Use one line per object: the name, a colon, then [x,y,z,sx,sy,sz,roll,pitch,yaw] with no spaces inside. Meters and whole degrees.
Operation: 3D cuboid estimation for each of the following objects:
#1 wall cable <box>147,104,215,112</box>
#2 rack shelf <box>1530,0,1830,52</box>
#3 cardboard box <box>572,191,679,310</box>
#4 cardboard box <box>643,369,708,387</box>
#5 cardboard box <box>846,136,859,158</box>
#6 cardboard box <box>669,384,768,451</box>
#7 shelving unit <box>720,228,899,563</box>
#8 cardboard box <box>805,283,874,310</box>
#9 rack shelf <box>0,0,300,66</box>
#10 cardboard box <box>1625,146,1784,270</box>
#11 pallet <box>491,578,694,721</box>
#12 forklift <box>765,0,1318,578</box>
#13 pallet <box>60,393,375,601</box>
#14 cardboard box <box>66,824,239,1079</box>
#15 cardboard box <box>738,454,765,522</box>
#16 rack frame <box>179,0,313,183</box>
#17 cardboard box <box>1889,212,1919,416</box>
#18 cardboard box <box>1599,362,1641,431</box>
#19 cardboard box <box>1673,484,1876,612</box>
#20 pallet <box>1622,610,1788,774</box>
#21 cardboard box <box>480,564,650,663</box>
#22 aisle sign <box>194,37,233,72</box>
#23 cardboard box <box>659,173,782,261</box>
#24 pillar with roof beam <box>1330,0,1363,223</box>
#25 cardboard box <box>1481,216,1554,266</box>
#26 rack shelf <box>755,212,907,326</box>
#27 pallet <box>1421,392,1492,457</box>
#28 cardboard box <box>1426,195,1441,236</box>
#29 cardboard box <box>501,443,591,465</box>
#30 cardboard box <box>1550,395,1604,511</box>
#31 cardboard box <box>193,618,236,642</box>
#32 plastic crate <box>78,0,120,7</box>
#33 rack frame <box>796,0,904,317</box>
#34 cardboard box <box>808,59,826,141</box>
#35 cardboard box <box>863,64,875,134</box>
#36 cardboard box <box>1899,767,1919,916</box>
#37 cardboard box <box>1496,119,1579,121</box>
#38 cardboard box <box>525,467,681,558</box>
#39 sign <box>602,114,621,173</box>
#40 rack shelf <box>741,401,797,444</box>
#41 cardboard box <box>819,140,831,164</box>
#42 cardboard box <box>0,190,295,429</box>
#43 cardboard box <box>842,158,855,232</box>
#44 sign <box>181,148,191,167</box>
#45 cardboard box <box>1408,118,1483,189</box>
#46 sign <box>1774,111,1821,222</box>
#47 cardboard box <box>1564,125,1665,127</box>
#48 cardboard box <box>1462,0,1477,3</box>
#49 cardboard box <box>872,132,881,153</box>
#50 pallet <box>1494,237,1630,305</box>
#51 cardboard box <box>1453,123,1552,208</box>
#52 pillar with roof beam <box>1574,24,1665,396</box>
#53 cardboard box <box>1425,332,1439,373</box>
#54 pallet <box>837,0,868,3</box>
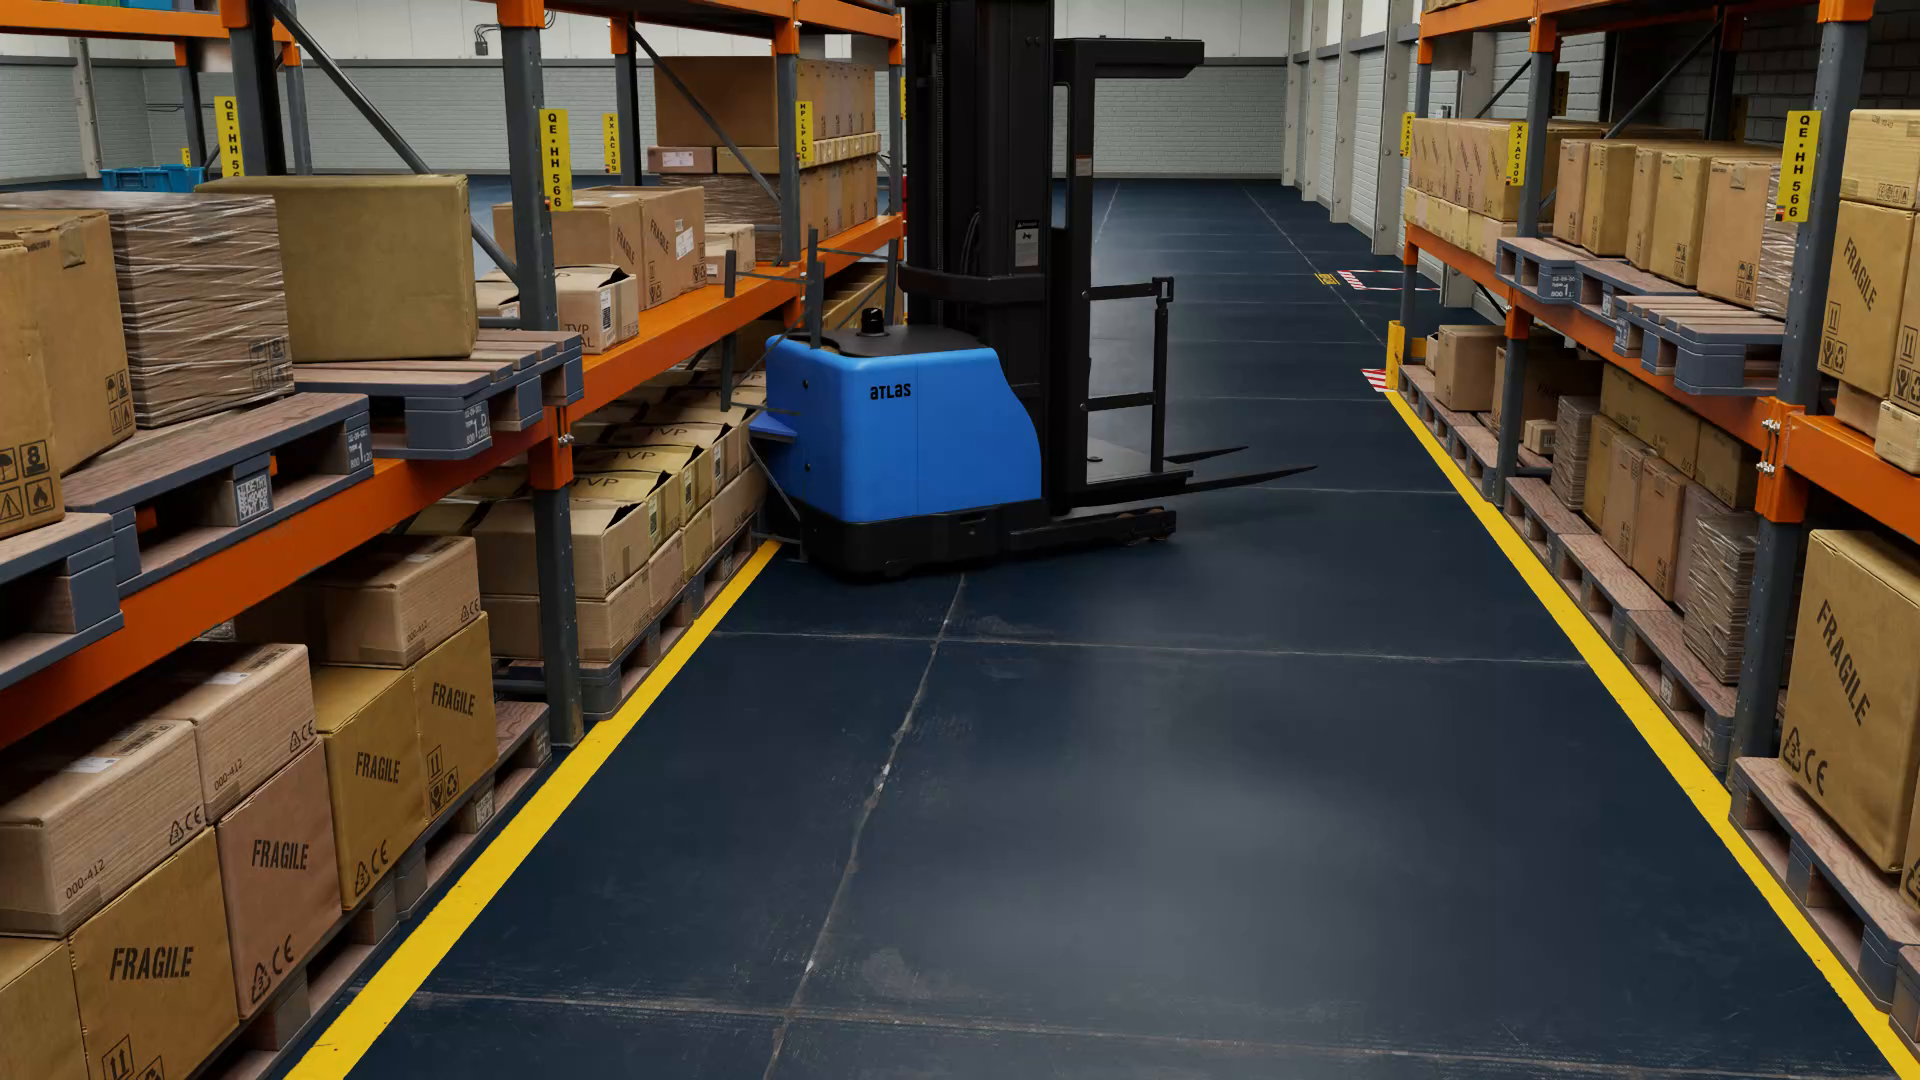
wall cable: [-21.523,-13.286,46.504,3.097,2.526,0.112,2,15,6]
rack shelf: [3.286,-2.207,6.707,1.077,0.370,4.000,2,15,6]
cardboard box: [-1.629,-1.352,7.726,0.500,0.500,0.500,2,15,6]
cardboard box: [-1.705,-0.816,9.321,0.500,0.311,0.500,2,15,6]
cardboard box: [-0.930,-2.796,11.822,0.380,0.149,0.250,2,15,8]
cardboard box: [-1.224,-0.667,8.771,0.500,0.311,0.500,2,15,8]
shelving unit: [-0.777,-0.771,8.564,0.538,1.500,1.048,10,19,16]
cardboard box: [-0.880,-1.507,11.515,0.500,0.500,0.500,2,15,6]
rack shelf: [-6.106,-3.536,11.623,1.077,0.370,4.000,2,15,6]
cardboard box: [3.307,-1.438,7.198,0.700,0.500,0.500,4,16,14]
pallet: [-1.730,0.402,6.772,1.003,0.211,1.213,2,15,6]
forklift: [0.540,-1.496,8.579,3.031,2.935,1.130,-9,17,-29]
pallet: [-2.077,-0.135,3.782,1.003,0.211,1.213,2,15,6]
cardboard box: [-1.904,0.913,3.484,0.500,0.500,0.500,2,15,7]
cardboard box: [-1.285,-0.265,8.358,0.500,0.250,0.500,2,15,8]
rack frame: [-5.880,-2.954,13.839,1.000,3.000,0.127,2,15,6]
cardboard box: [2.683,-0.535,4.093,0.500,0.500,0.500,2,15,8]
cardboard box: [3.399,-0.687,7.964,0.500,0.250,0.500,1,15,5]
cardboard box: [3.264,0.089,6.533,0.700,0.500,0.500,2,15,6]
pallet: [3.150,0.556,6.200,1.003,0.211,1.213,2,15,6]
cardboard box: [-1.511,0.265,6.397,0.500,0.250,0.500,2,15,6]
aisle sign: [-6.163,-4.236,13.601,0.394,0.787,0.004,2,15,6]
cardboard box: [-1.367,-1.933,9.873,0.700,0.500,0.500,1,15,5]
pillar with roof beam: [2.497,-10.146,28.945,9.100,9.000,0.400,2,15,6]
cardboard box: [3.264,-1.694,9.428,0.500,0.250,0.500,2,15,6]
rack shelf: [-1.185,-1.941,11.472,1.077,0.370,4.000,2,15,6]
pallet: [3.688,-0.771,11.109,1.003,0.211,1.213,2,15,6]
cardboard box: [3.485,-2.215,11.356,0.500,0.250,0.500,1,15,5]
cardboard box: [-1.936,-0.287,7.366,0.500,0.311,0.500,2,15,6]
cardboard box: [3.445,-0.439,8.484,0.700,0.500,0.500,2,15,8]
cardboard box: [-2.251,0.508,4.983,0.500,0.500,0.500,1,15,4]
plastic crate: [-5.883,-3.663,11.122,0.336,0.188,0.450,2,15,6]
rack frame: [-0.959,-2.807,13.296,1.000,3.000,0.127,2,15,6]
cardboard box: [-1.254,-2.820,10.668,0.700,0.500,0.500,2,15,6]
cardboard box: [-1.030,-3.347,12.617,0.700,0.500,0.500,2,15,6]
cardboard box: [2.742,0.662,3.782,0.750,0.750,0.750,2,15,6]
cardboard box: [4.055,-2.702,11.722,0.500,0.500,0.500,2,15,7]
cardboard box: [-1.460,-0.142,6.829,0.500,0.311,0.500,1,15,5]
sign: [-1.962,-2.242,9.395,0.100,0.325,0.005,2,15,6]
rack shelf: [-0.792,-0.600,8.619,0.538,0.185,1.000,10,19,16]
cardboard box: [-1.046,-2.529,10.835,0.380,0.149,0.250,1,15,5]
cardboard box: [-2.114,-0.585,4.082,0.700,0.500,0.500,5,16,17]
cardboard box: [-1.141,-2.470,11.857,0.700,0.500,0.500,2,15,7]
sign: [-6.427,-3.105,13.867,0.100,0.325,0.005,2,15,6]
cardboard box: [3.611,-2.846,12.254,0.500,0.500,0.500,2,15,6]
sign: [2.520,-1.121,4.996,0.100,0.325,0.005,2,15,6]
cardboard box: [3.835,-2.174,9.766,0.500,0.500,0.500,2,15,6]
cardboard box: [3.487,-3.676,10.533,0.500,0.500,0.500,3,15,10]
cardboard box: [-0.813,-3.064,12.811,0.380,0.149,0.250,1,15,5]
pallet: [3.281,-1.338,8.231,1.003,0.211,1.213,2,15,6]
cardboard box: [3.376,-2.315,10.291,0.500,0.500,0.500,1,15,5]
pillar with roof beam: [0.466,-5.478,11.680,9.100,9.000,0.400,2,15,6]
cardboard box: [3.796,-1.400,12.400,0.500,0.311,0.500,0,15,0]
pallet: [-1.200,-3.712,11.067,1.003,0.211,1.213,2,15,6]
